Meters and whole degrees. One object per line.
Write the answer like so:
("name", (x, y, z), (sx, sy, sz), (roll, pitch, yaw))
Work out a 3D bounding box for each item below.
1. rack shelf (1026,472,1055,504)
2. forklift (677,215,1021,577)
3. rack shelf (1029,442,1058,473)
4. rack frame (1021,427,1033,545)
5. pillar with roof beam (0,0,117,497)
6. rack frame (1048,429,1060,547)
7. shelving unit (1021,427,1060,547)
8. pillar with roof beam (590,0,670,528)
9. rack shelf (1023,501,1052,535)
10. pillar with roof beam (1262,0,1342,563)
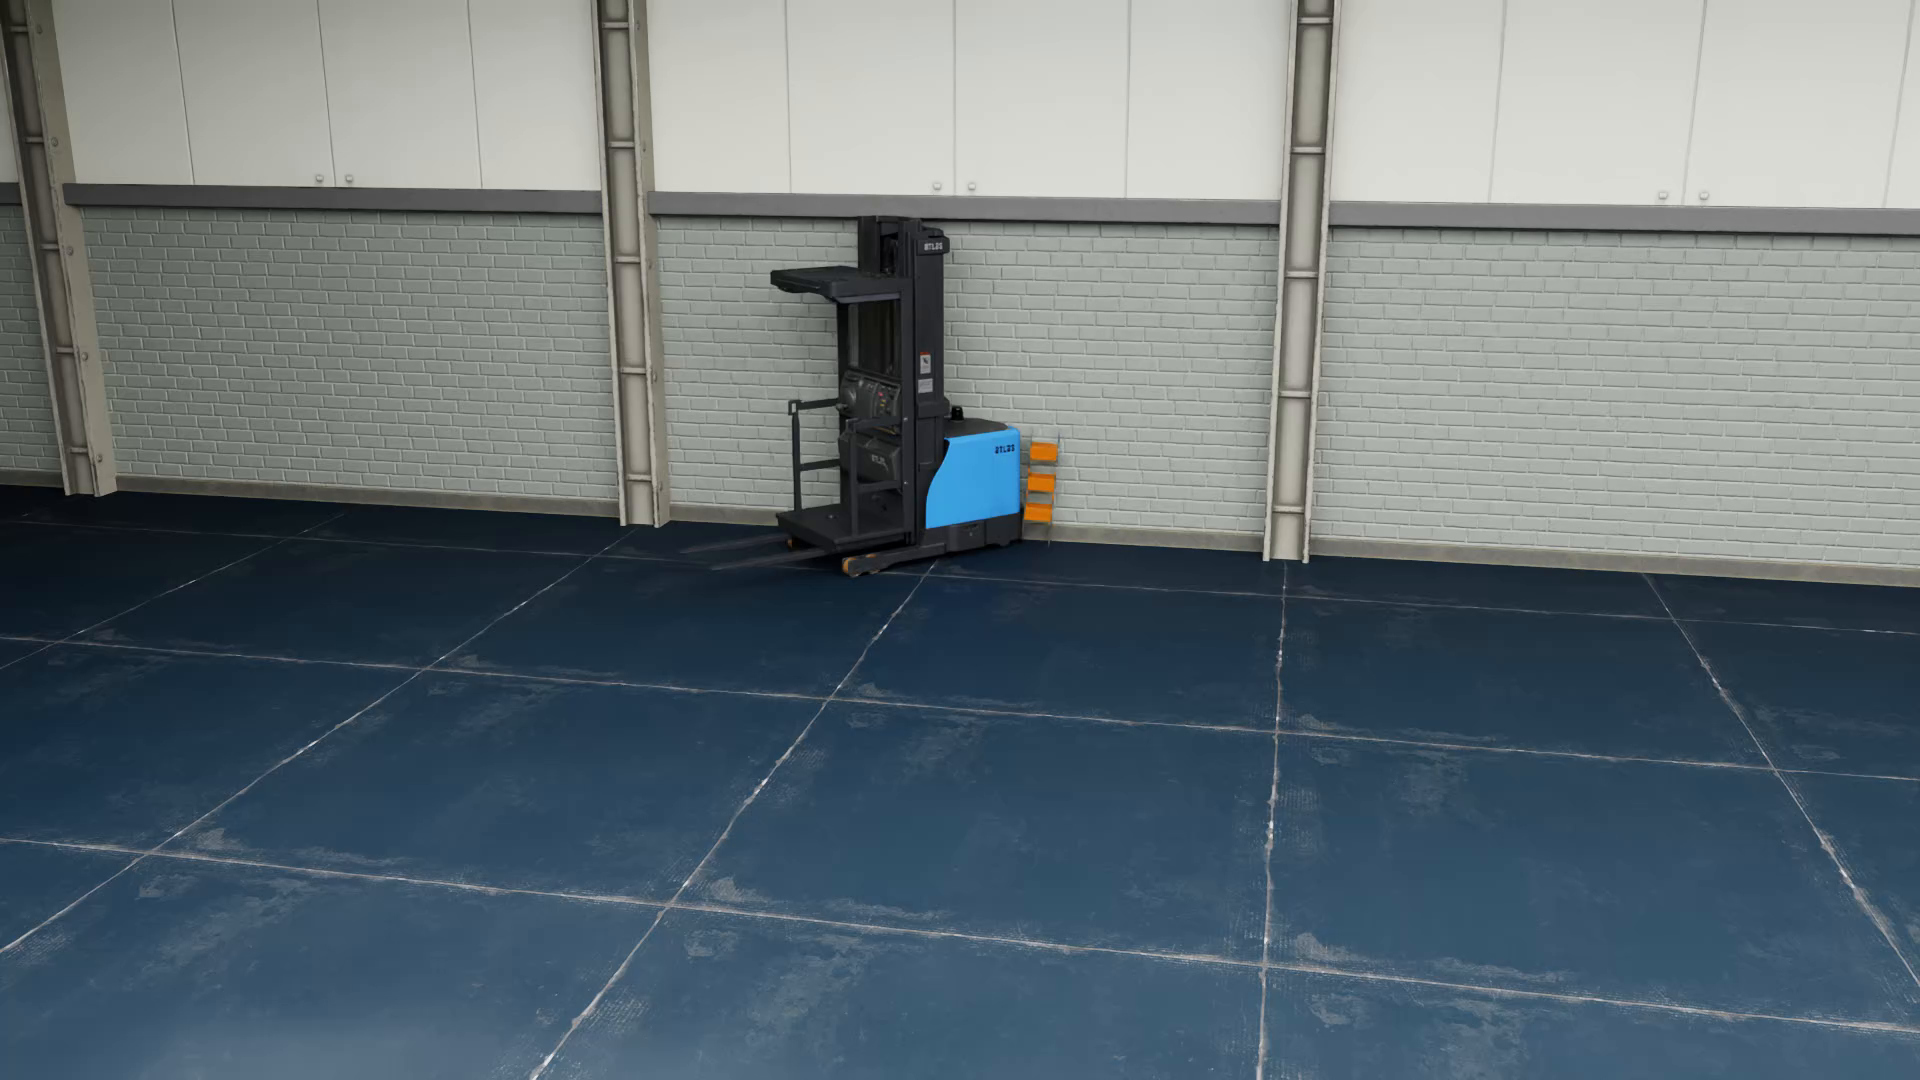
("rack shelf", (0.725, -0.466, 14.974), (0.240, 0.259, 0.215), (5, 16, 3))
("forklift", (-0.953, -1.256, 14.293), (3.031, 2.935, 1.130), (-10, 18, -33))
("rack shelf", (0.747, -0.739, 14.896), (0.240, 0.259, 0.215), (5, 16, 3))
("rack frame", (0.605, -0.488, 14.976), (0.008, 1.050, 0.200), (5, 16, 3))
("pillar with roof beam", (-9.735, -3.698, 11.744), (0.400, 9.000, 9.100), (3, 16, 11))
("rack frame", (0.847, -0.465, 14.965), (0.008, 1.050, 0.200), (5, 16, 3))
("shelving unit", (0.726, -0.477, 14.971), (0.252, 1.050, 0.215), (5, 16, 3))
("pillar with roof beam", (-3.856, -3.379, 10.591), (0.400, 9.000, 9.100), (3, 16, 11))
("rack shelf", (0.704, -0.200, 15.049), (0.240, 0.259, 0.215), (5, 16, 3))
("pillar with roof beam", (2.024, -3.060, 9.439), (0.400, 9.000, 9.100), (3, 16, 11))
